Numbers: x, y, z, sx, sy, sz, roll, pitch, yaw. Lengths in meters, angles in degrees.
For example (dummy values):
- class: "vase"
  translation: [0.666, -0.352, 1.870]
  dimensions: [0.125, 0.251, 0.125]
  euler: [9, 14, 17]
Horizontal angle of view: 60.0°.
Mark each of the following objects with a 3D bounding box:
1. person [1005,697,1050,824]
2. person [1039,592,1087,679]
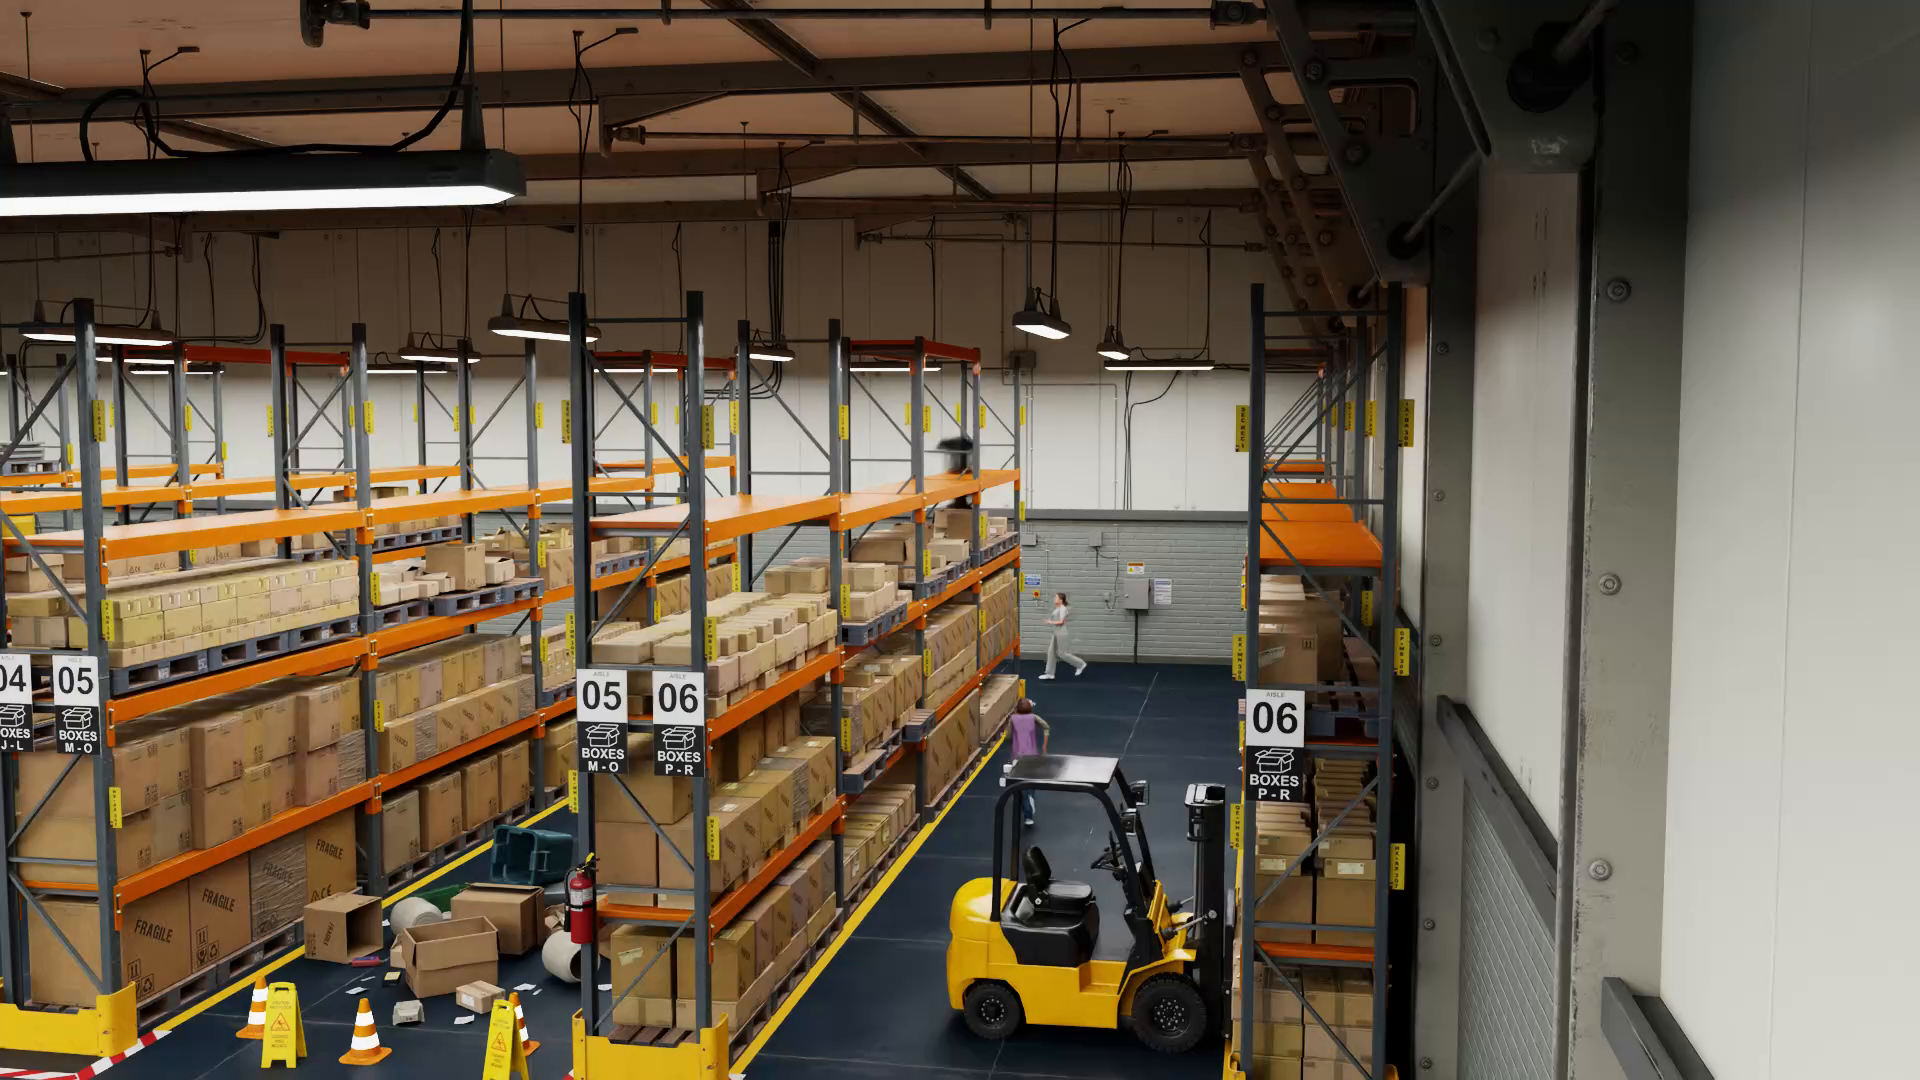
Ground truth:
- class: "person"
  translation: [0.830, 2.739, 20.647]
  dimensions: [0.530, 1.510, 0.784]
  euler: [0, 5, -5]
- class: "person"
  translation: [1.929, 1.799, 31.337]
  dimensions: [0.907, 1.649, 0.575]
  euler: [-1, 5, -6]
